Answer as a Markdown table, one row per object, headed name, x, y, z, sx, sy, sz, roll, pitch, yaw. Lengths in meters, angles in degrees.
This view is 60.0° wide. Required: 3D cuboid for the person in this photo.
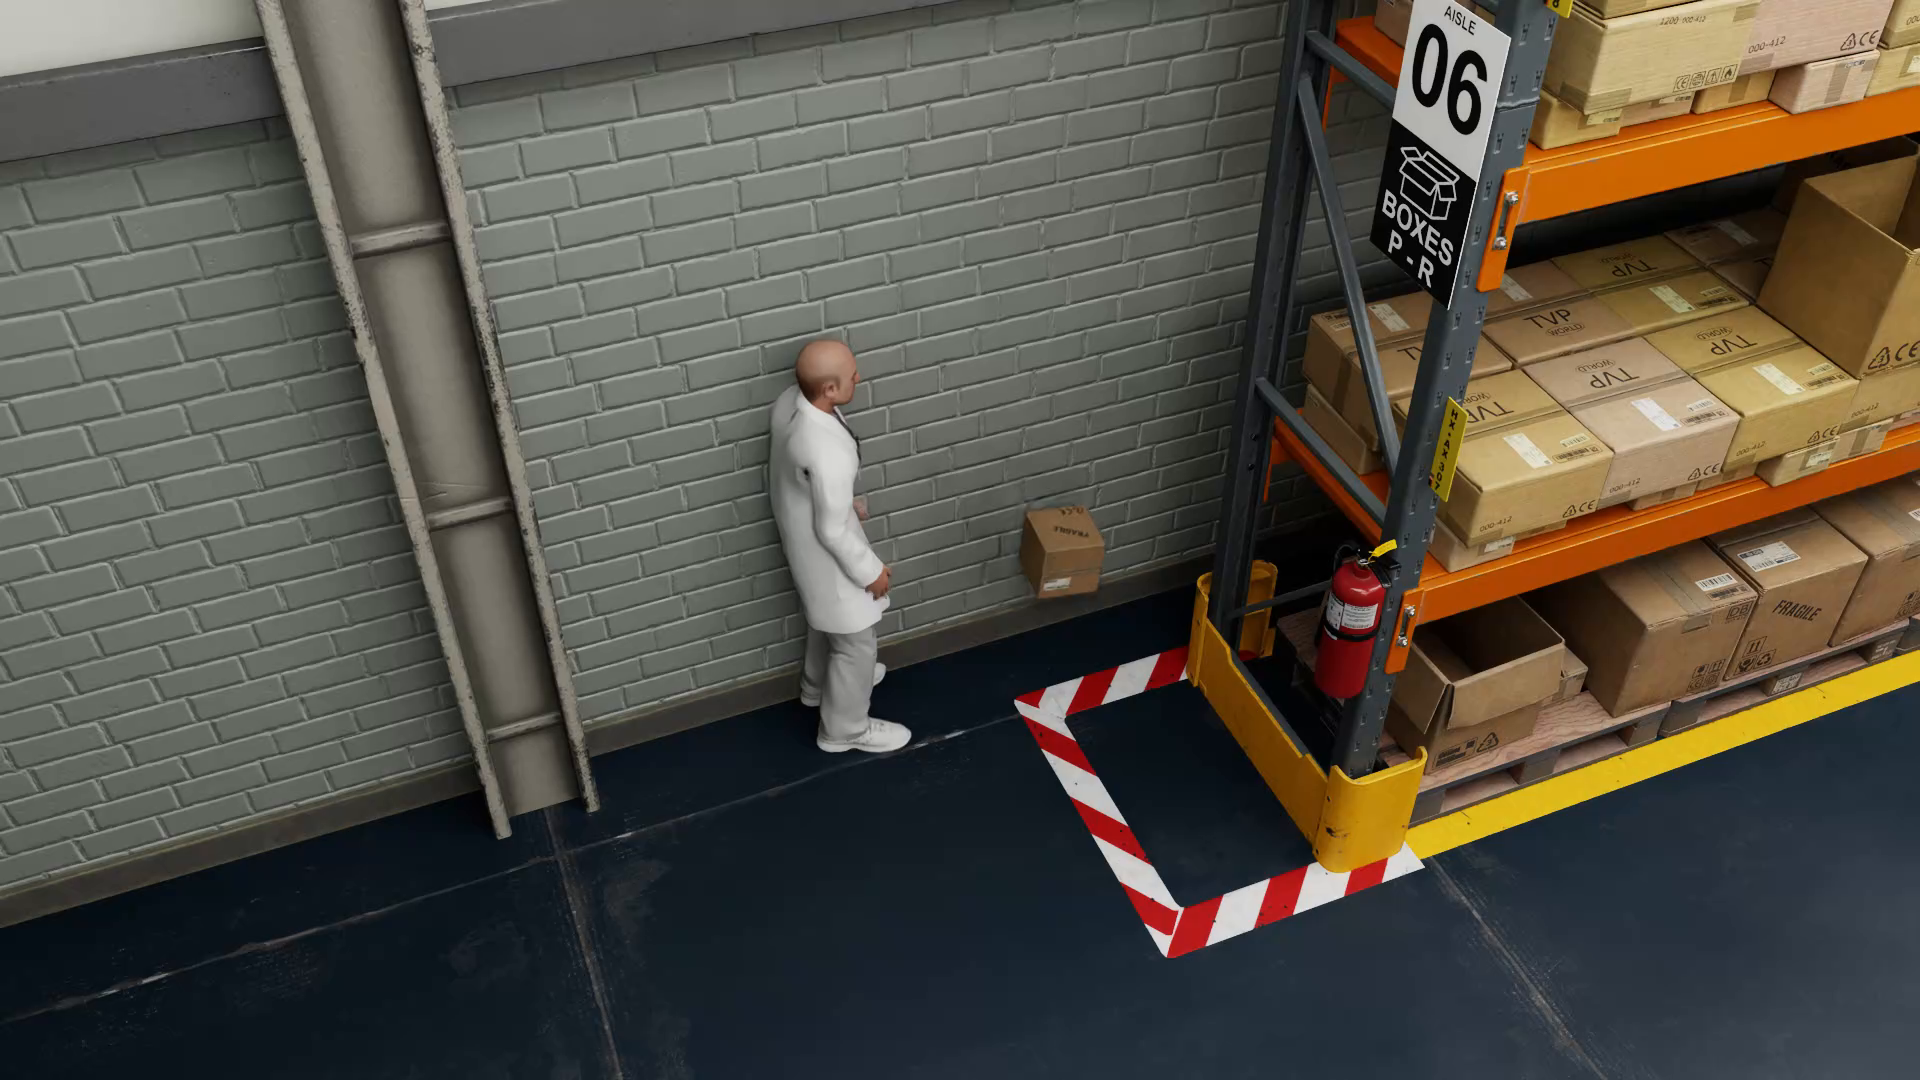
| name | x | y | z | sx | sy | sz | roll | pitch | yaw |
| --- | --- | --- | --- | --- | --- | --- | --- | --- | --- |
| person | -0.464 | 0.021 | 6.143 | 0.424 | 1.778 | 0.589 | -12 | 43 | -13 |
